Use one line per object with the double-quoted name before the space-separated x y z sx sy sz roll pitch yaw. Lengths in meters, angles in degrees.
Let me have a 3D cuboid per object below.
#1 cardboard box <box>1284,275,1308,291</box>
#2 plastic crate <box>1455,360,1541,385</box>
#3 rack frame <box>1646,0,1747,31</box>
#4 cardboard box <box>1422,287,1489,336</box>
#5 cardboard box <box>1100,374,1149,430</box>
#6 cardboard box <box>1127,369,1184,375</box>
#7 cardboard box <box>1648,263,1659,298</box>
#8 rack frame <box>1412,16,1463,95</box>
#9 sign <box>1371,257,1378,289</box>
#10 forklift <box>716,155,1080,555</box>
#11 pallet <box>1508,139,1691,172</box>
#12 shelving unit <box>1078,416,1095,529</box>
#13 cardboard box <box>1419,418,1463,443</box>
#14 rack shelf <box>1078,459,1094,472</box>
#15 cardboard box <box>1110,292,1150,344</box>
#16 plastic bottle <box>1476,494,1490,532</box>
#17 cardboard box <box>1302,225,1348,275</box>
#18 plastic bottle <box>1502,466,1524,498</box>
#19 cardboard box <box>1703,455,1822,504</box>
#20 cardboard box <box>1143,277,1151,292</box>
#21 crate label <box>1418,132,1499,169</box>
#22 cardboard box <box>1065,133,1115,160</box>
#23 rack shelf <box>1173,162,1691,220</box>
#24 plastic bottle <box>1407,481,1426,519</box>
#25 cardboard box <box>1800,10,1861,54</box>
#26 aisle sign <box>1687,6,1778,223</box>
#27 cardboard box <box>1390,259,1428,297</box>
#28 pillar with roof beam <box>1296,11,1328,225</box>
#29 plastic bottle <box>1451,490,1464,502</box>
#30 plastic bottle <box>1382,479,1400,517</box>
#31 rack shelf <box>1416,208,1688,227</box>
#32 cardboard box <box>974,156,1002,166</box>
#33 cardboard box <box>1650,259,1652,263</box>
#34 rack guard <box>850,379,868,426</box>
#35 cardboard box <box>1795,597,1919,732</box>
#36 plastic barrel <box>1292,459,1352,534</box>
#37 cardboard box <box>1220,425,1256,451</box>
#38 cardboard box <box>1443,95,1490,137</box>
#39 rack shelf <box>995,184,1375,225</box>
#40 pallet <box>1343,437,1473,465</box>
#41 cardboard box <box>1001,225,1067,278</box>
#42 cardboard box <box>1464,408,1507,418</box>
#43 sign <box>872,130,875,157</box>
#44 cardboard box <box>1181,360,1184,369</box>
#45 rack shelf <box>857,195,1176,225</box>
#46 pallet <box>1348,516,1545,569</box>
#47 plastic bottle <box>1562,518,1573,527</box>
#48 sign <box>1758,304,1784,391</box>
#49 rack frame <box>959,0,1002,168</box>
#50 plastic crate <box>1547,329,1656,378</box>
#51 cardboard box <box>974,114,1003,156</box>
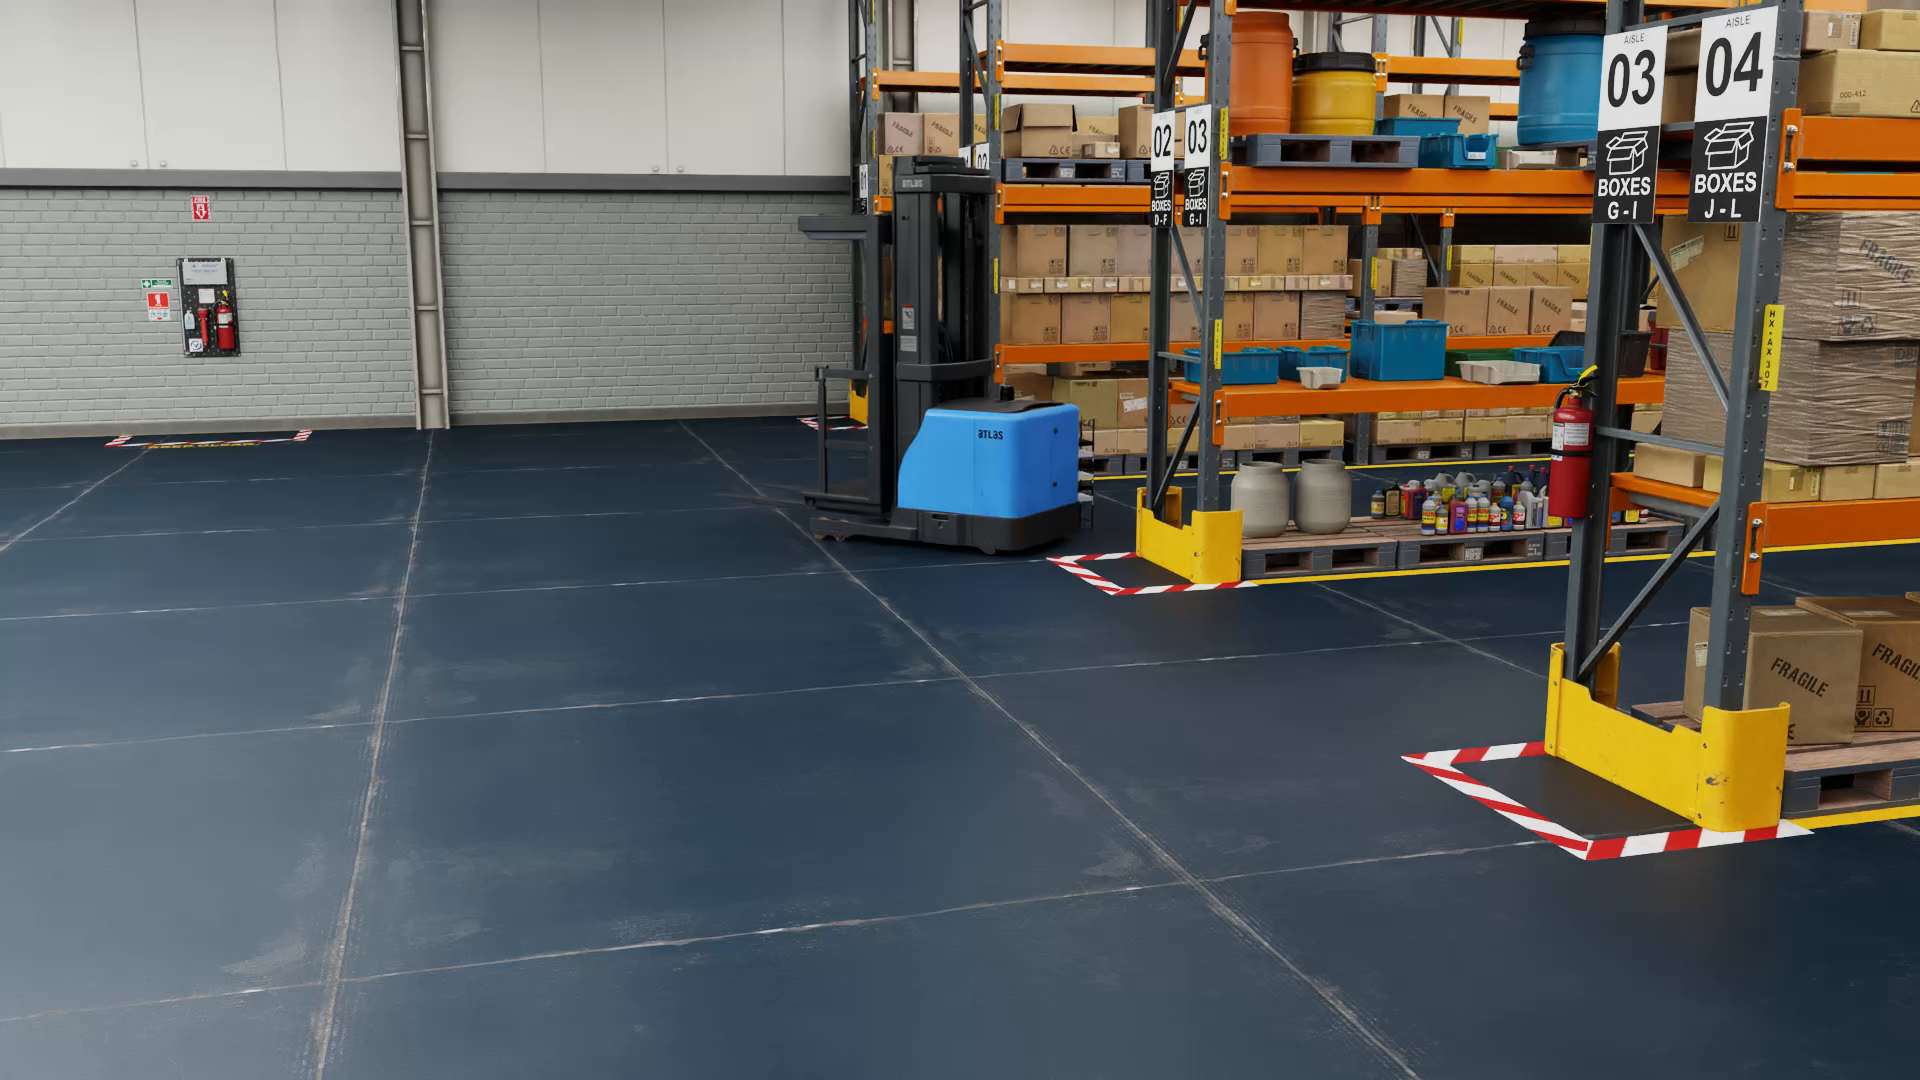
"cardboard box" 3.340 -2.621 16.934 0.250 0.149 0.380 -3 11 -18
"plastic crate" 3.923 -1.213 12.079 0.437 0.136 0.530 -3 11 -16
"rack frame" 5.411 -4.419 12.197 0.127 3.000 1.000 -3 11 -16
"cardboard box" 5.278 -2.442 17.750 0.500 0.500 0.500 -2 11 -12
"cardboard box" 1.723 -1.392 16.689 0.500 0.500 0.500 -3 11 -16
"cardboard box" 2.058 -1.508 17.316 0.500 0.500 0.500 -3 11 -16
"cardboard box" 9.950 -3.734 23.892 0.500 0.500 0.500 -3 11 -17
"rack frame" 6.482 -6.344 22.652 0.127 3.000 1.000 -3 11 -16
"sign" 4.187 -2.698 16.810 0.005 0.325 0.100 -3 11 -16
"forklift" -0.584 -1.510 13.156 3.031 2.935 1.130 7 12 32
"pallet" 4.745 -2.798 12.195 1.003 0.211 1.213 -3 11 -16
"shelving unit" 0.938 -0.541 13.502 0.210 0.900 0.258 -4 11 -22
"cardboard box" 4.978 -1.187 17.646 0.500 0.250 0.500 -3 11 -15
"rack shelf" 0.938 -0.597 13.492 0.200 0.077 0.258 -4 11 -22
"cardboard box" 1.622 -2.250 16.706 0.500 0.500 0.700 -3 11 -16
"plastic bottle" 3.823 -0.201 12.174 0.097 0.271 0.097 0 10 0
"cardboard box" 3.606 -2.994 17.164 0.500 0.500 0.700 -3 11 -16
"plastic bottle" 4.339 -0.404 13.059 0.185 0.351 0.144 -4 11 -18
"cardboard box" 3.295 -0.255 6.840 0.250 0.149 0.380 -3 11 -16
"cardboard box" 1.862 -2.544 16.512 0.250 0.149 0.380 -3 11 -17
"crate label" 3.460 -2.706 11.585 0.408 0.251 0.502 -3 11 -16
"cardboard box" 1.221 -3.909 16.576 0.500 0.250 0.500 -3 11 -16
"rack shelf" 3.491 -2.489 11.984 4.000 0.370 1.077 -3 11 -16
"plastic bottle" 3.491 -0.306 12.709 0.133 0.283 0.061 -3 11 -16
"cardboard box" 3.284 -1.977 6.527 0.250 0.149 0.380 -3 11 -16
"aisle sign" 2.979 -1.629 6.428 0.004 0.787 0.394 -3 11 -16
"cardboard box" 6.034 -3.634 23.007 0.500 0.500 0.700 -4 11 -23
"pillar with roof beam" 6.196 -5.680 19.046 0.400 9.000 9.100 -3 11 -16
"plastic bottle" 3.828 -0.281 12.802 0.097 0.201 0.097 0 10 0
"plastic bottle" 3.318 -0.325 12.815 0.133 0.283 0.061 -3 11 -15
"rack shelf" 8.403 -4.616 23.538 4.000 0.370 1.077 -3 11 -16
"cardboard box" 0.215 -4.544 20.830 0.500 0.500 0.500 -2 11 -13
"cardboard box" 9.946 -4.102 23.819 0.500 0.250 0.500 -3 11 -15
"rack guard" -1.126 -1.763 21.243 0.348 0.500 1.175 -3 11 -16
"cardboard box" 4.123 0.552 7.505 0.500 0.500 0.500 0 10 -1
"plastic barrel" 2.662 -0.321 12.219 0.421 0.512 0.421 0 10 0
"cardboard box" 2.687 -1.071 17.016 0.500 0.250 0.500 -3 11 -16
"cardboard box" 5.174 -4.364 17.366 0.500 0.500 0.500 -2 11 -10
"rack shelf" 2.110 -3.350 16.663 4.000 0.370 1.077 -3 11 -16
"pallet" 4.727 -1.003 17.911 1.213 0.211 1.003 -3 11 -16
"cardboard box" 0.692 -2.839 16.324 0.500 0.500 0.700 -3 11 -16
"cardboard box" 5.475 -1.489 17.733 0.500 0.311 0.500 -3 11 -18
"sign" -1.047 -4.799 20.133 0.005 0.325 0.100 -3 11 -16
"cardboard box" 3.344 -2.218 22.500 0.500 0.500 0.700 -3 11 -14
"rack shelf" 0.722 -4.211 21.339 4.000 0.370 1.077 -3 11 -16
"pallet" 3.581 -0.008 12.509 1.213 0.211 1.003 -3 11 -16
"plastic bottle" 4.544 -0.241 12.361 0.133 0.283 0.061 -2 11 -12
"sign" 3.107 -0.737 6.373 0.005 0.325 0.100 -3 11 -16
"rack frame" 0.189 -5.078 15.776 0.127 3.000 1.000 -3 11 -16
"plastic crate" 4.873 -1.434 12.722 0.504 0.338 0.767 -3 11 -16
"cardboard box" 0.224 -5.036 20.741 0.500 0.500 0.500 -3 11 -14
